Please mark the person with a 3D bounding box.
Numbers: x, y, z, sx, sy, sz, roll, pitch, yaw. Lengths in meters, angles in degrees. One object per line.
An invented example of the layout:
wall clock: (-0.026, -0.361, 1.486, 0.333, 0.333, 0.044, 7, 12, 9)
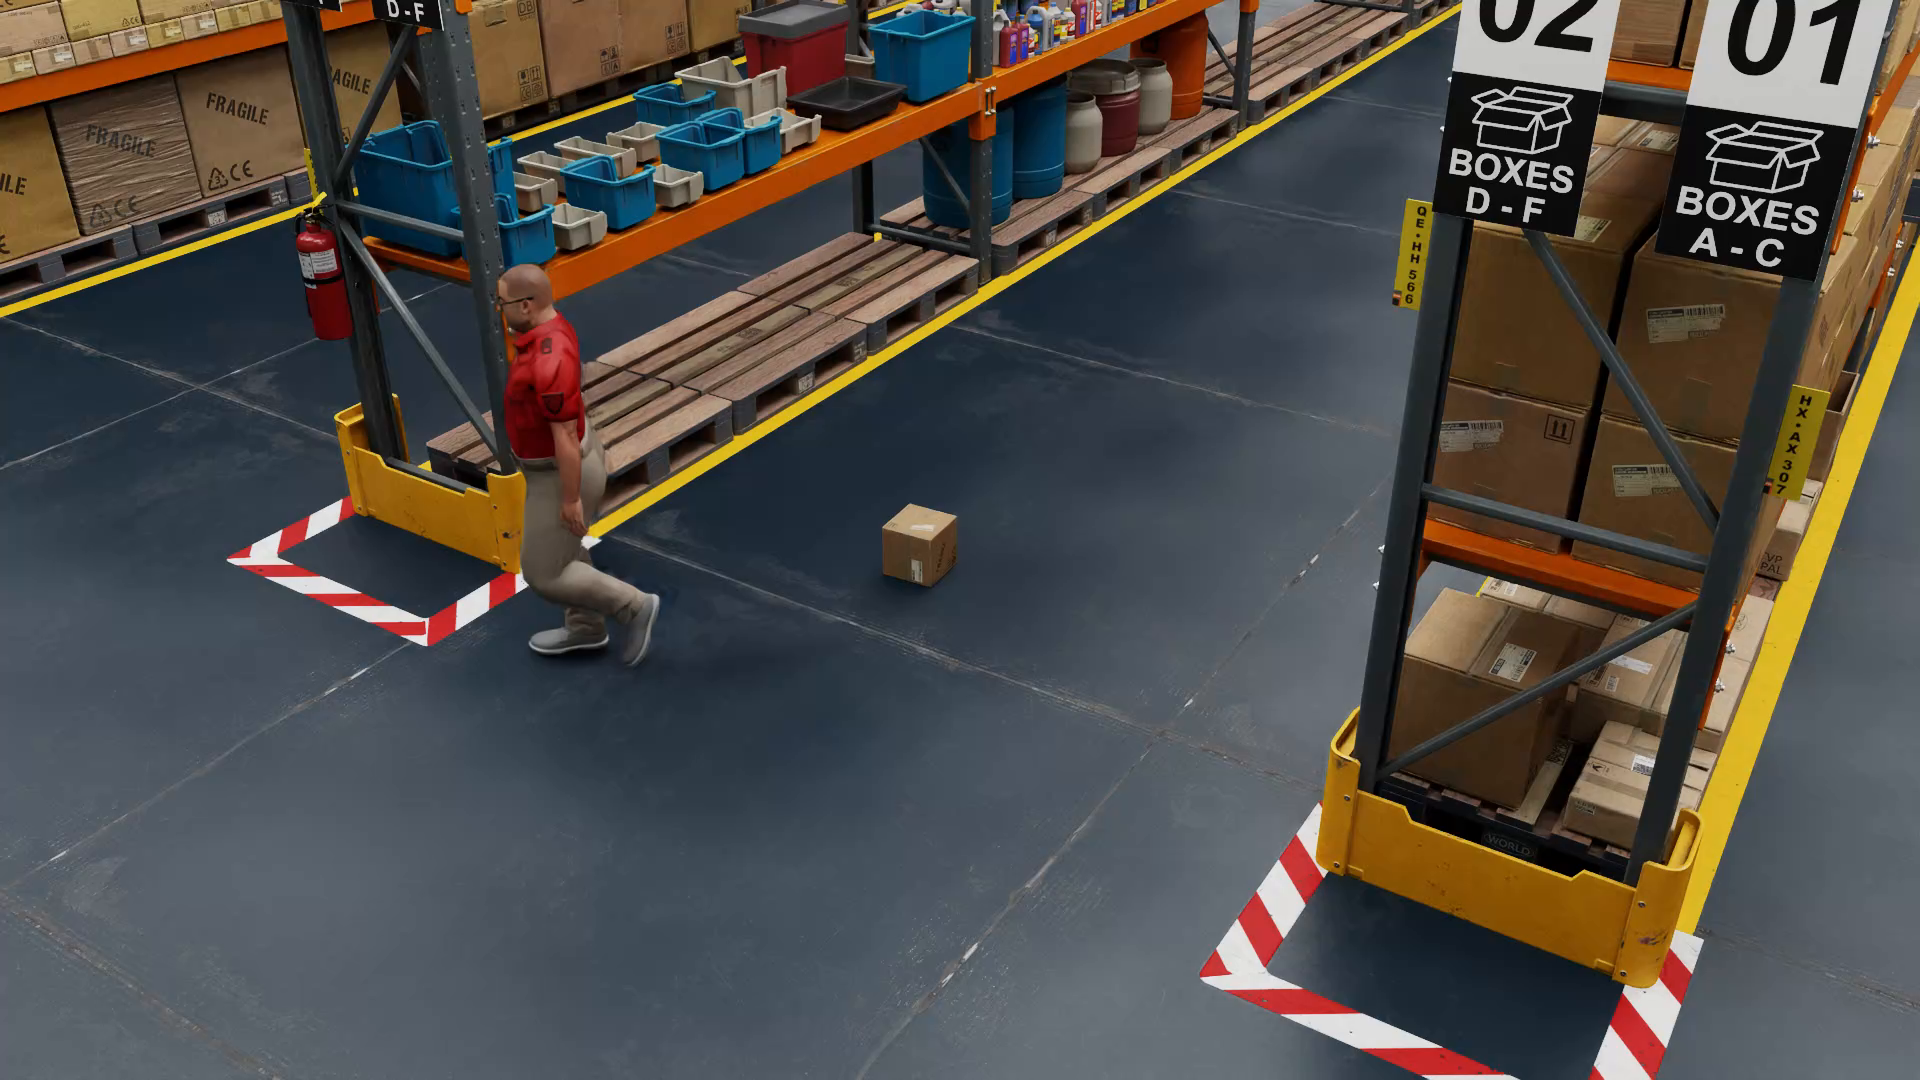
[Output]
person: (-1.531, -0.268, 6.551, 0.536, 1.713, 0.551, -6, 31, -11)
